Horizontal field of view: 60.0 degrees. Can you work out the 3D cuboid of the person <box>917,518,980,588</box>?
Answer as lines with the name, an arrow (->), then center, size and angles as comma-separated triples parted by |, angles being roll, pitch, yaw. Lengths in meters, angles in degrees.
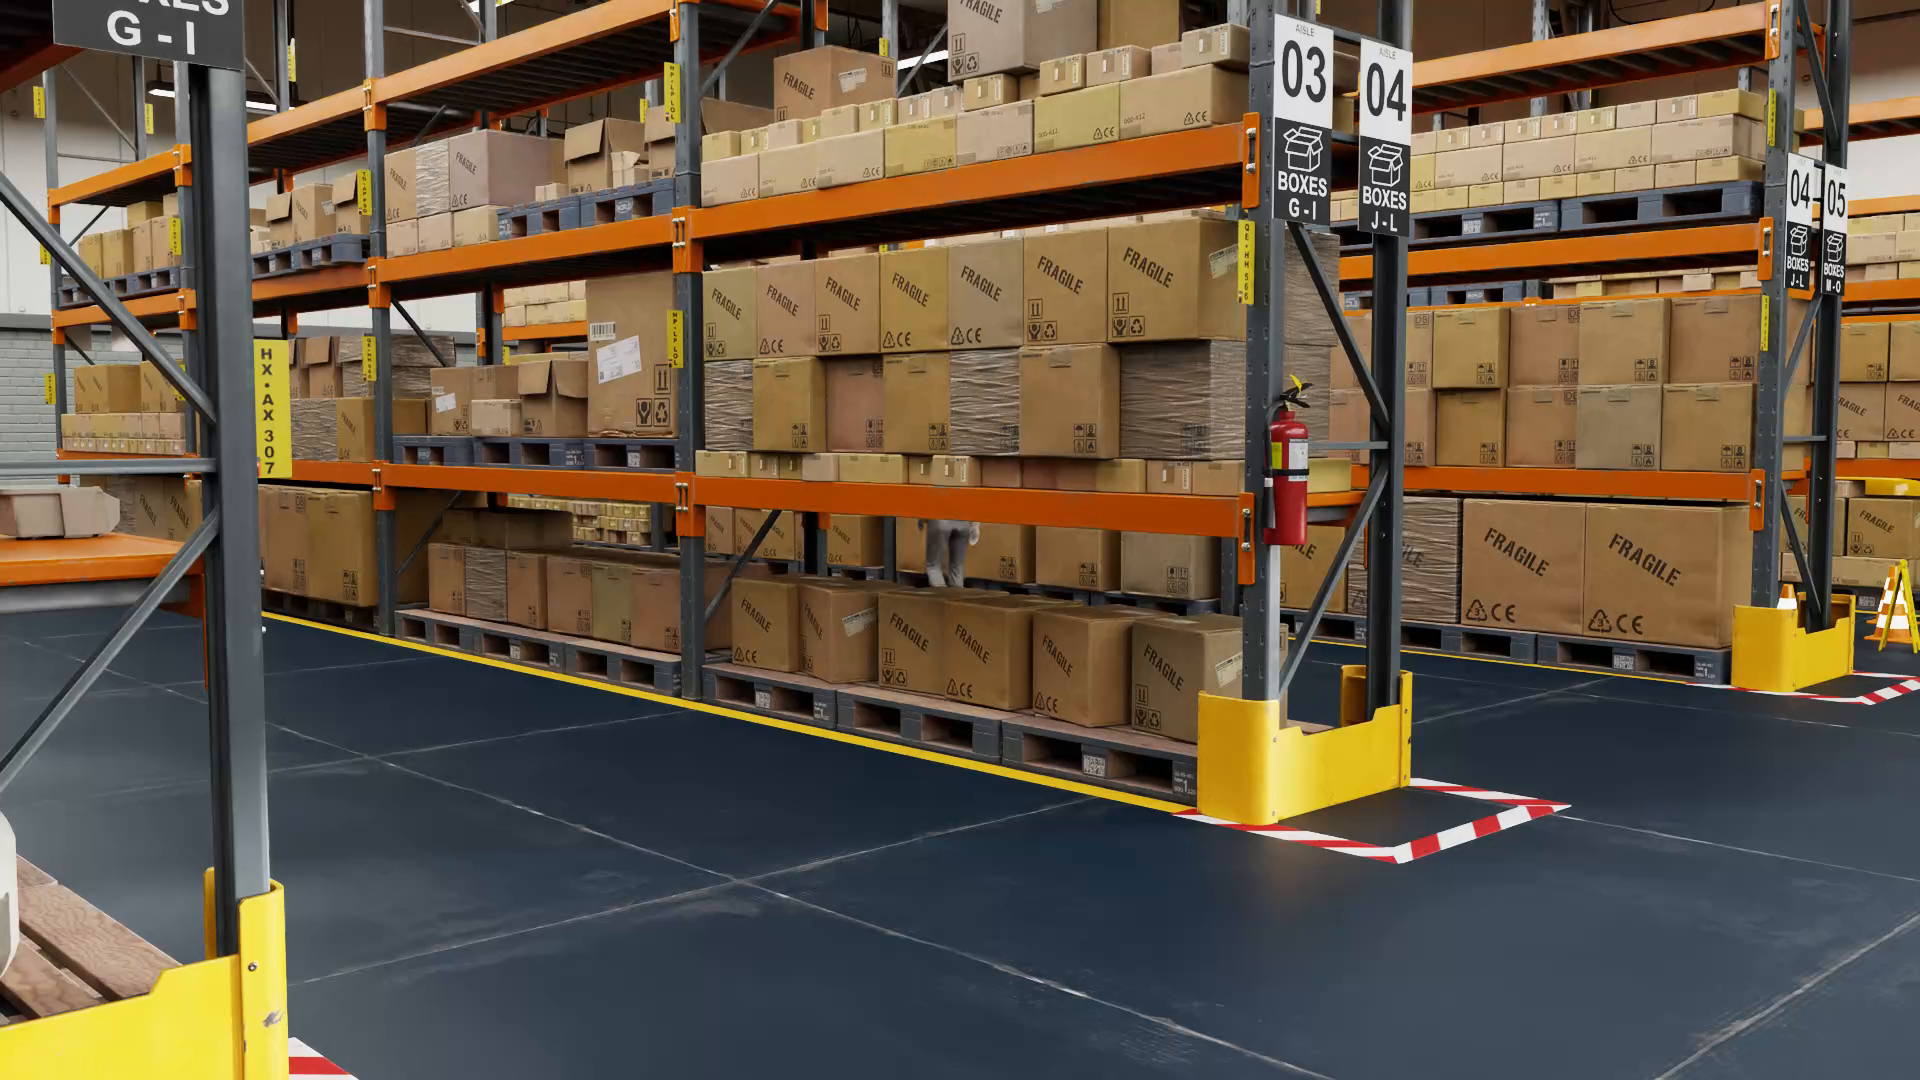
person -> -0.140, -0.111, 13.035 | 0.510, 1.662, 0.720 | -1, 4, -19
